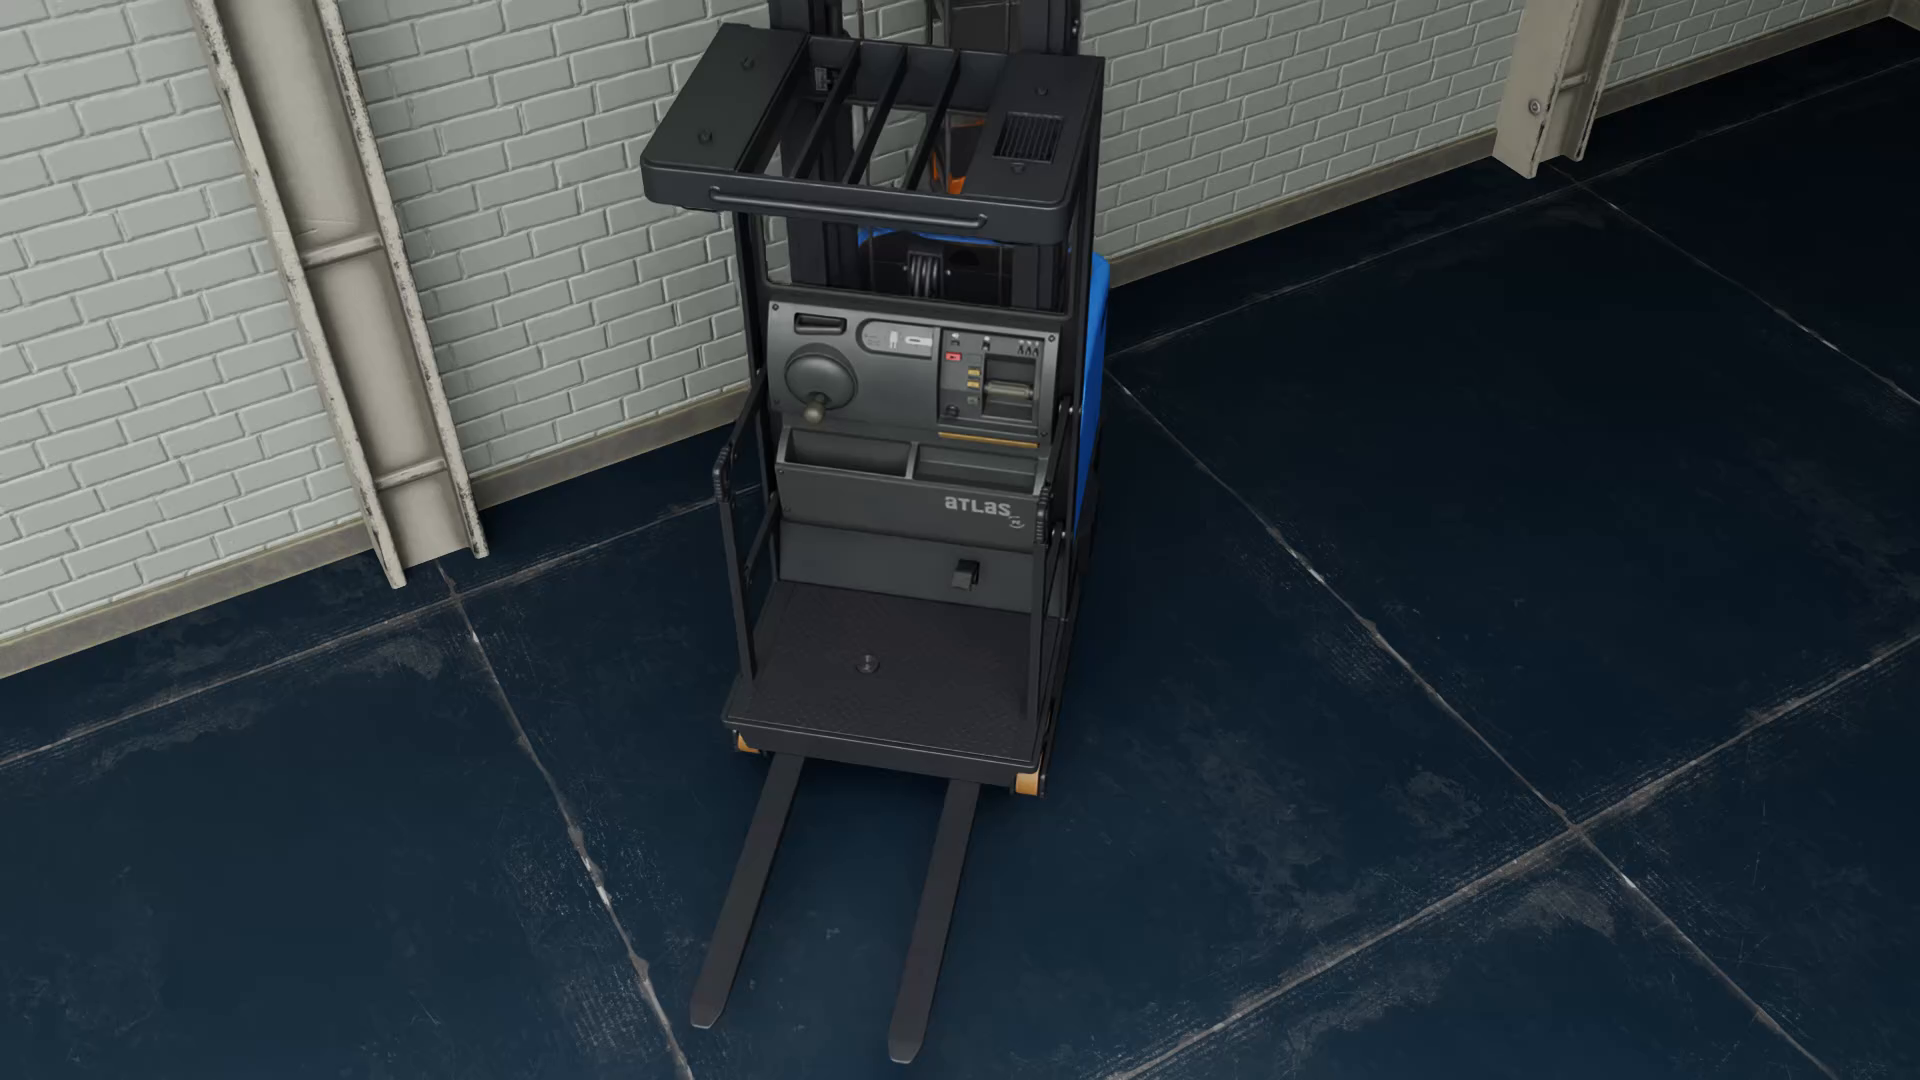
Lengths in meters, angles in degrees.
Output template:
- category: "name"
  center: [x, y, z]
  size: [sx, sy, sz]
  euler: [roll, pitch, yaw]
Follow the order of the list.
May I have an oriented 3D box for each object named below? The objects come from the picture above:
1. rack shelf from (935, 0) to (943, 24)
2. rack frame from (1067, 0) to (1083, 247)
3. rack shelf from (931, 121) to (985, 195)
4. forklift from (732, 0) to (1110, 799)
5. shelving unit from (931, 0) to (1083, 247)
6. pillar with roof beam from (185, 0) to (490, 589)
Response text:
- category: "rack shelf"
  center: [0.154, -1.960, 6.132]
  size: [0.442, 0.100, 0.332]
  euler: [-8, 45, -8]
- category: "rack frame"
  center: [0.393, -1.429, 6.715]
  size: [0.015, 2.100, 0.400]
  euler: [-8, 45, -8]
- category: "rack shelf"
  center: [0.154, -1.386, 6.690]
  size: [0.480, 0.518, 0.431]
  euler: [-8, 45, -8]
- category: "forklift"
  center: [-0.192, -0.441, 5.100]
  size: [1.130, 2.935, 3.031]
  euler: [7, 45, 8]
- category: "shelving unit"
  center: [0.160, -1.396, 6.681]
  size: [0.492, 2.100, 0.431]
  euler: [-8, 45, -8]
- category: "pillar with roof beam"
  center: [0.007, -0.596, 0.903]
  size: [0.400, 9.000, 9.100]
  euler: [-22, 48, -21]
